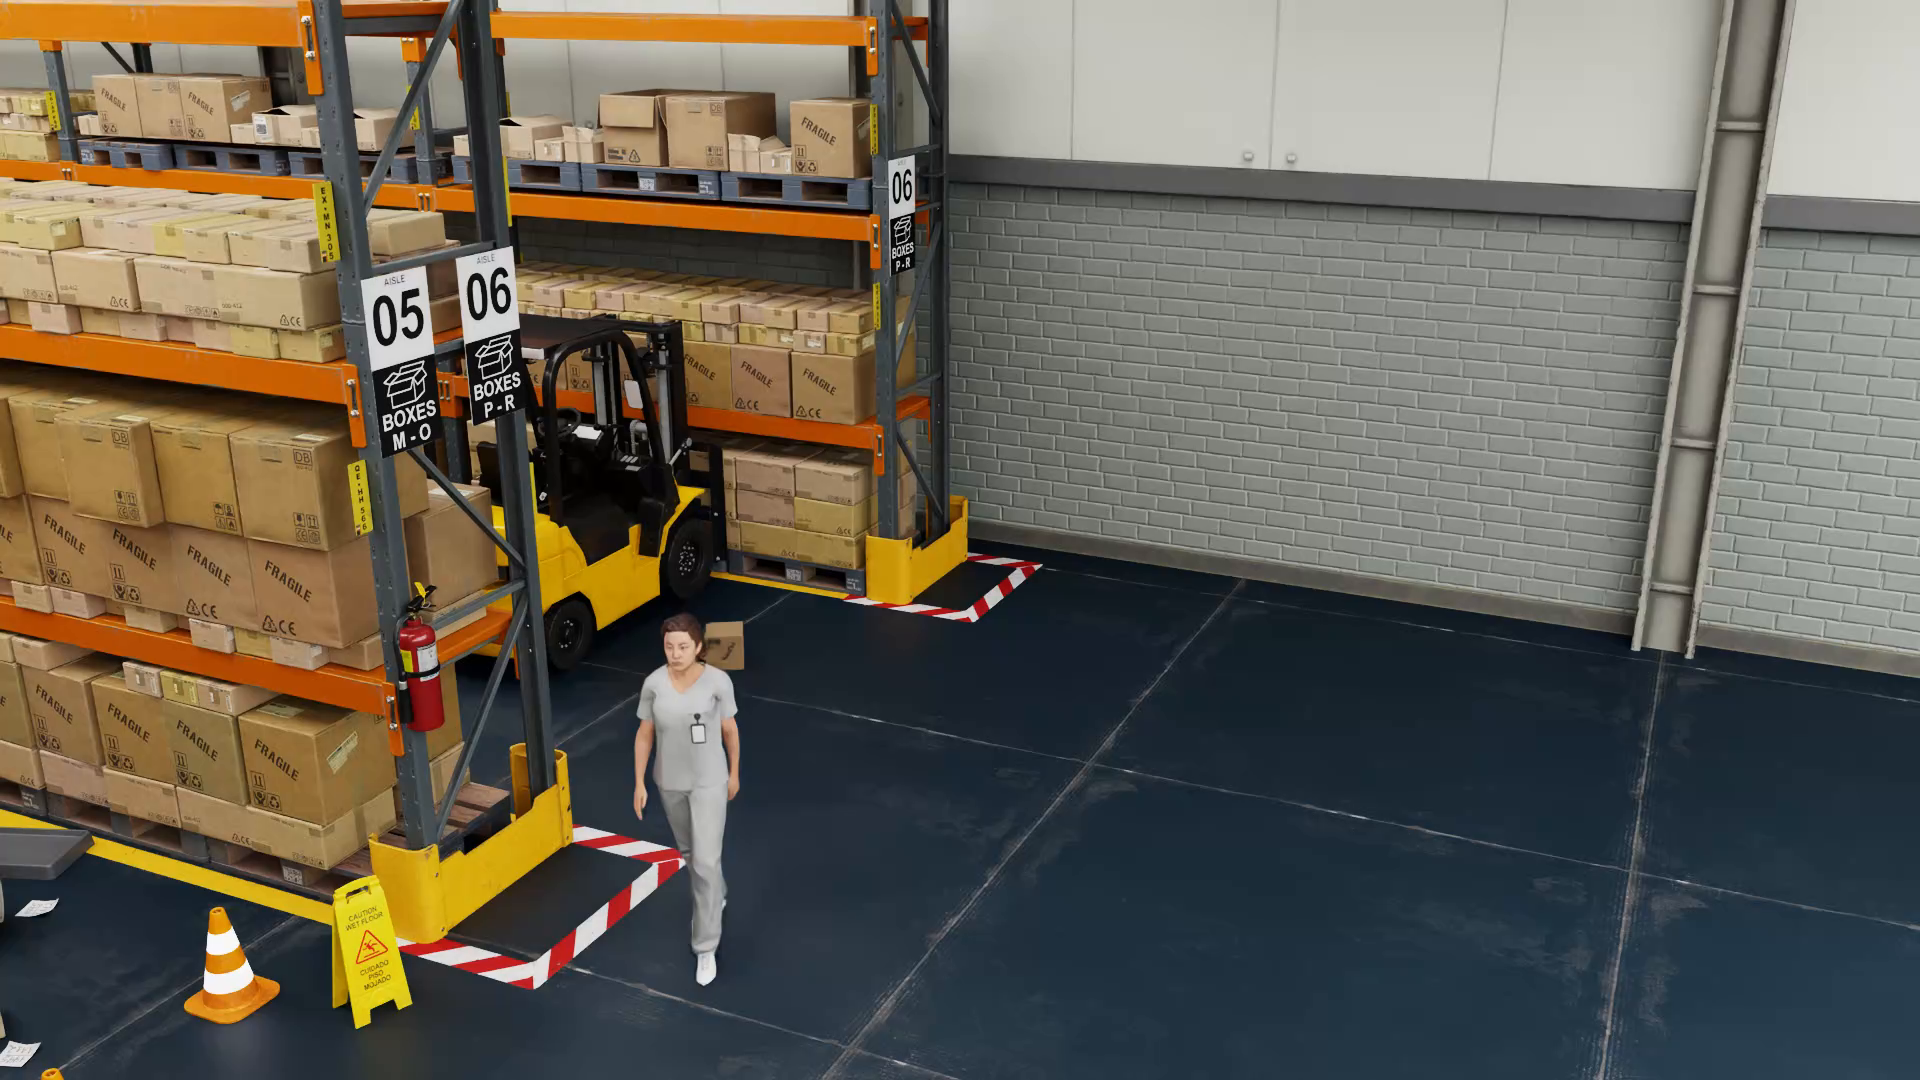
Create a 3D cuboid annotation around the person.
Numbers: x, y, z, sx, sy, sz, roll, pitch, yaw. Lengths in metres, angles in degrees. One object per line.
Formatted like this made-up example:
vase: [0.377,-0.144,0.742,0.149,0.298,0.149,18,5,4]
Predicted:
person: [-1.272,1.171,7.737,0.455,1.719,0.664,3,19,8]
